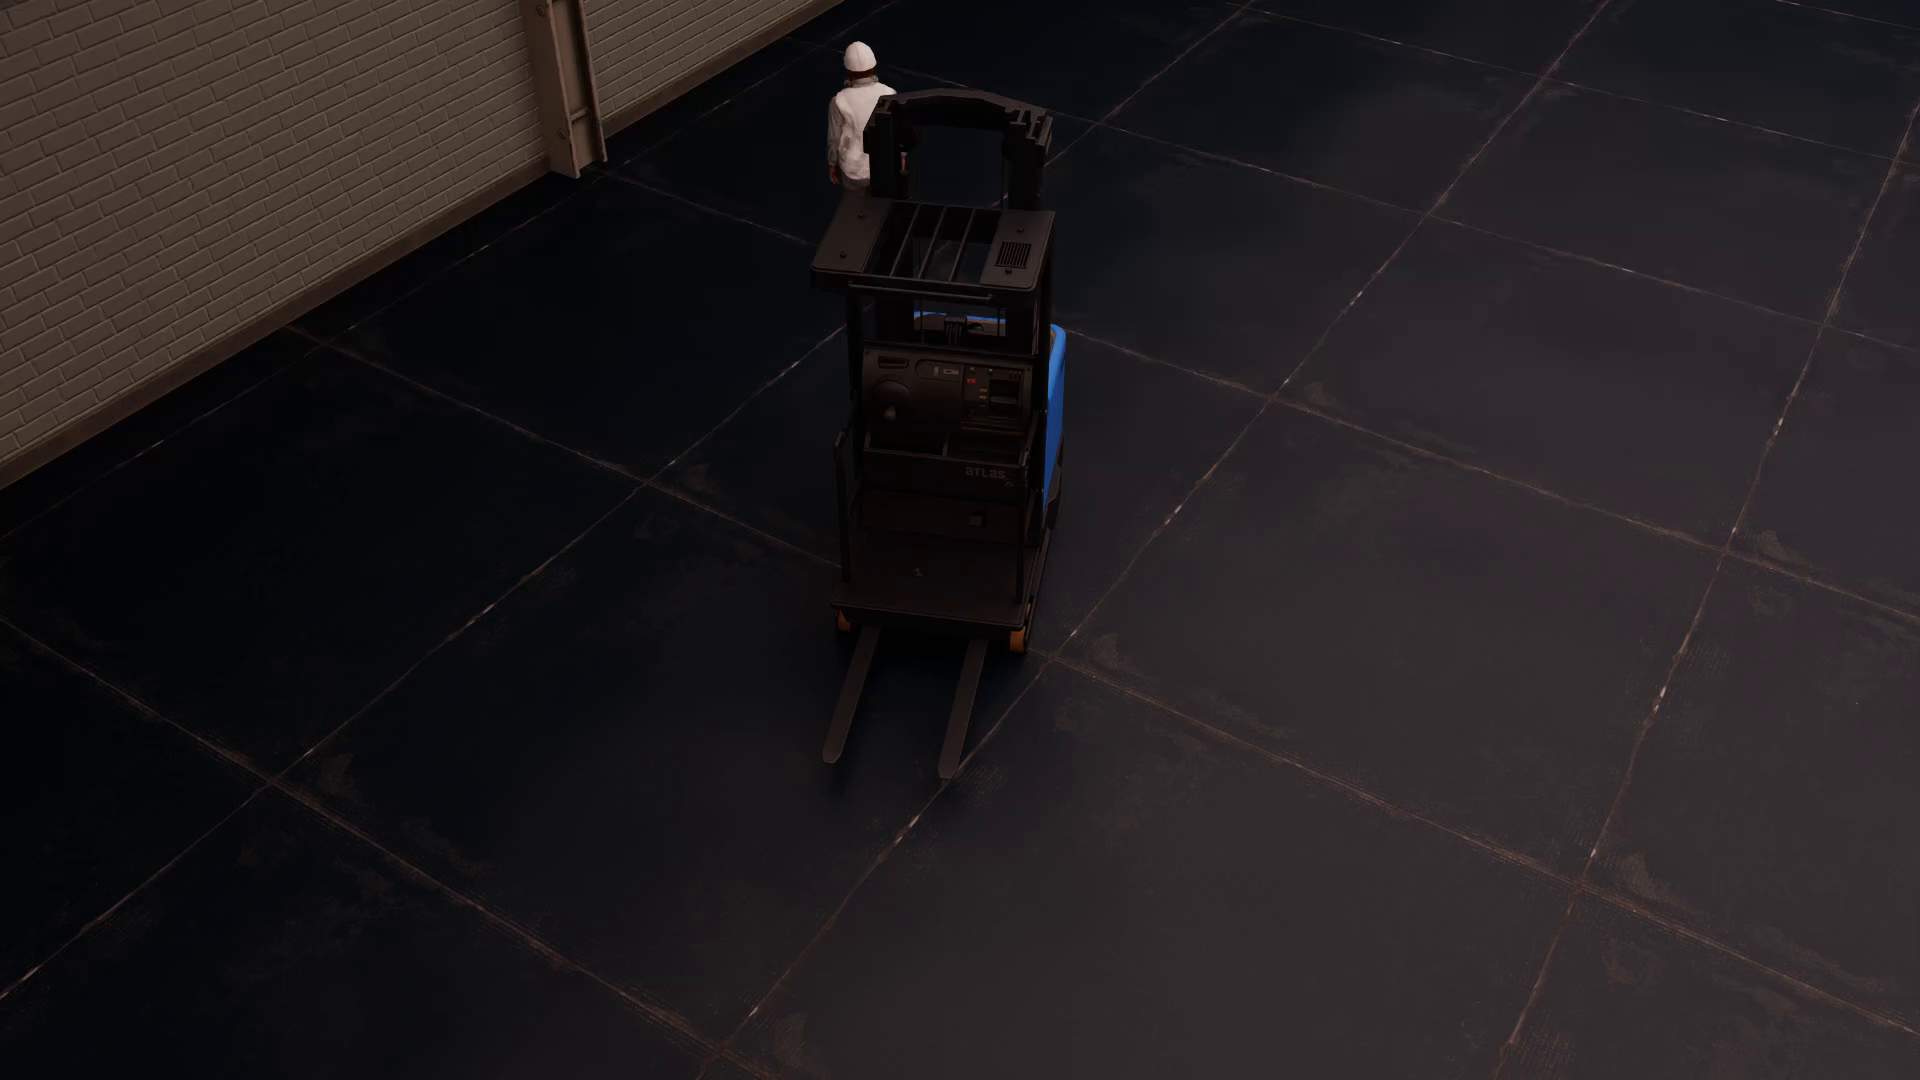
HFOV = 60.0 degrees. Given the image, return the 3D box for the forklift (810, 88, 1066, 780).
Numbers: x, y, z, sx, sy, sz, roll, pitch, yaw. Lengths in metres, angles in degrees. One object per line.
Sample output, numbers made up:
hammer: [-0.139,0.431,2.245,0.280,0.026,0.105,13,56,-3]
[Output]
forklift: [-0.108,-0.731,8.830,1.130,2.935,3.031,7,41,8]

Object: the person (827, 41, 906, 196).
person: [-0.671,-2.750,12.109,0.594,1.773,0.457,-8,41,-10]
